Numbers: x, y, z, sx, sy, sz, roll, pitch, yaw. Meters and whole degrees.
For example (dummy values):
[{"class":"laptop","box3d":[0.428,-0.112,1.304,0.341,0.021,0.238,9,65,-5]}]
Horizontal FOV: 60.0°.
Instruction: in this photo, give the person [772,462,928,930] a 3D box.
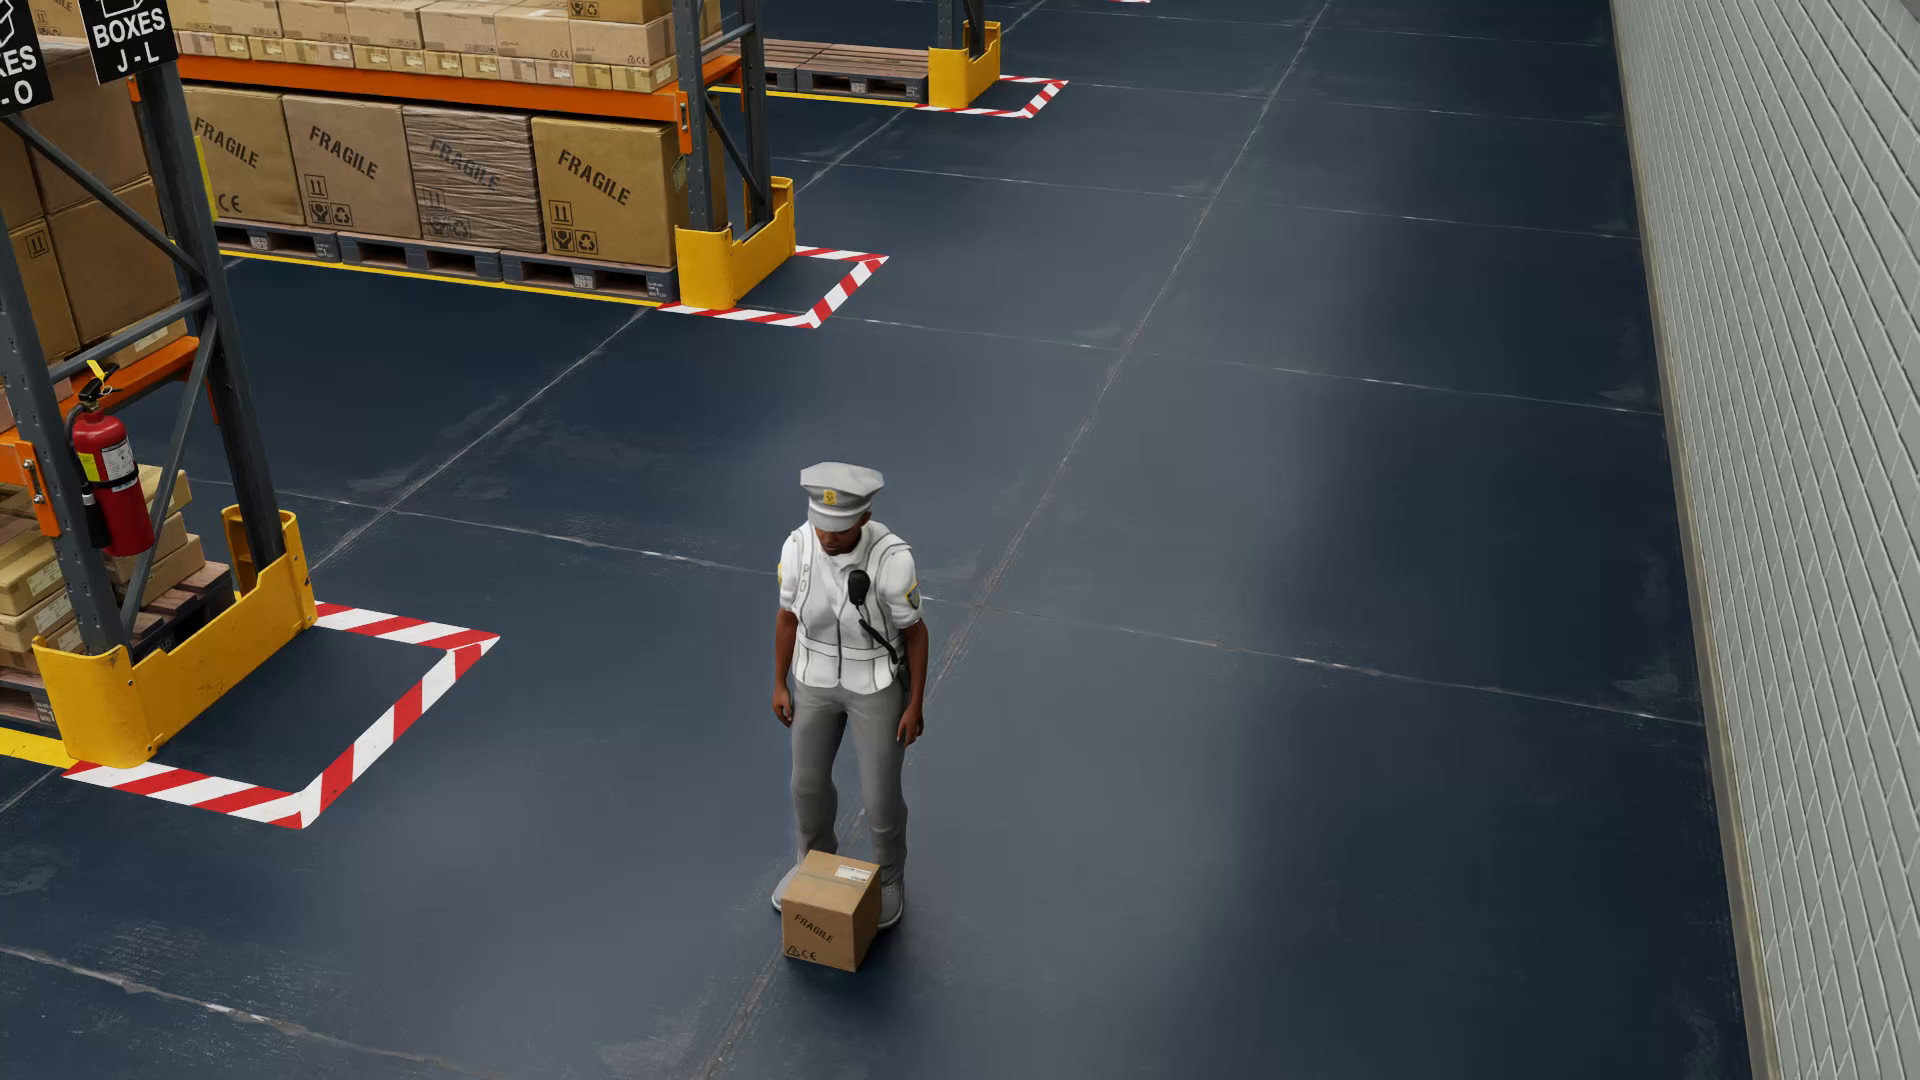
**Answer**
[{"class":"person","box3d":[-0.358,0.484,5.268,0.520,1.659,0.399,8,30,14]}]
